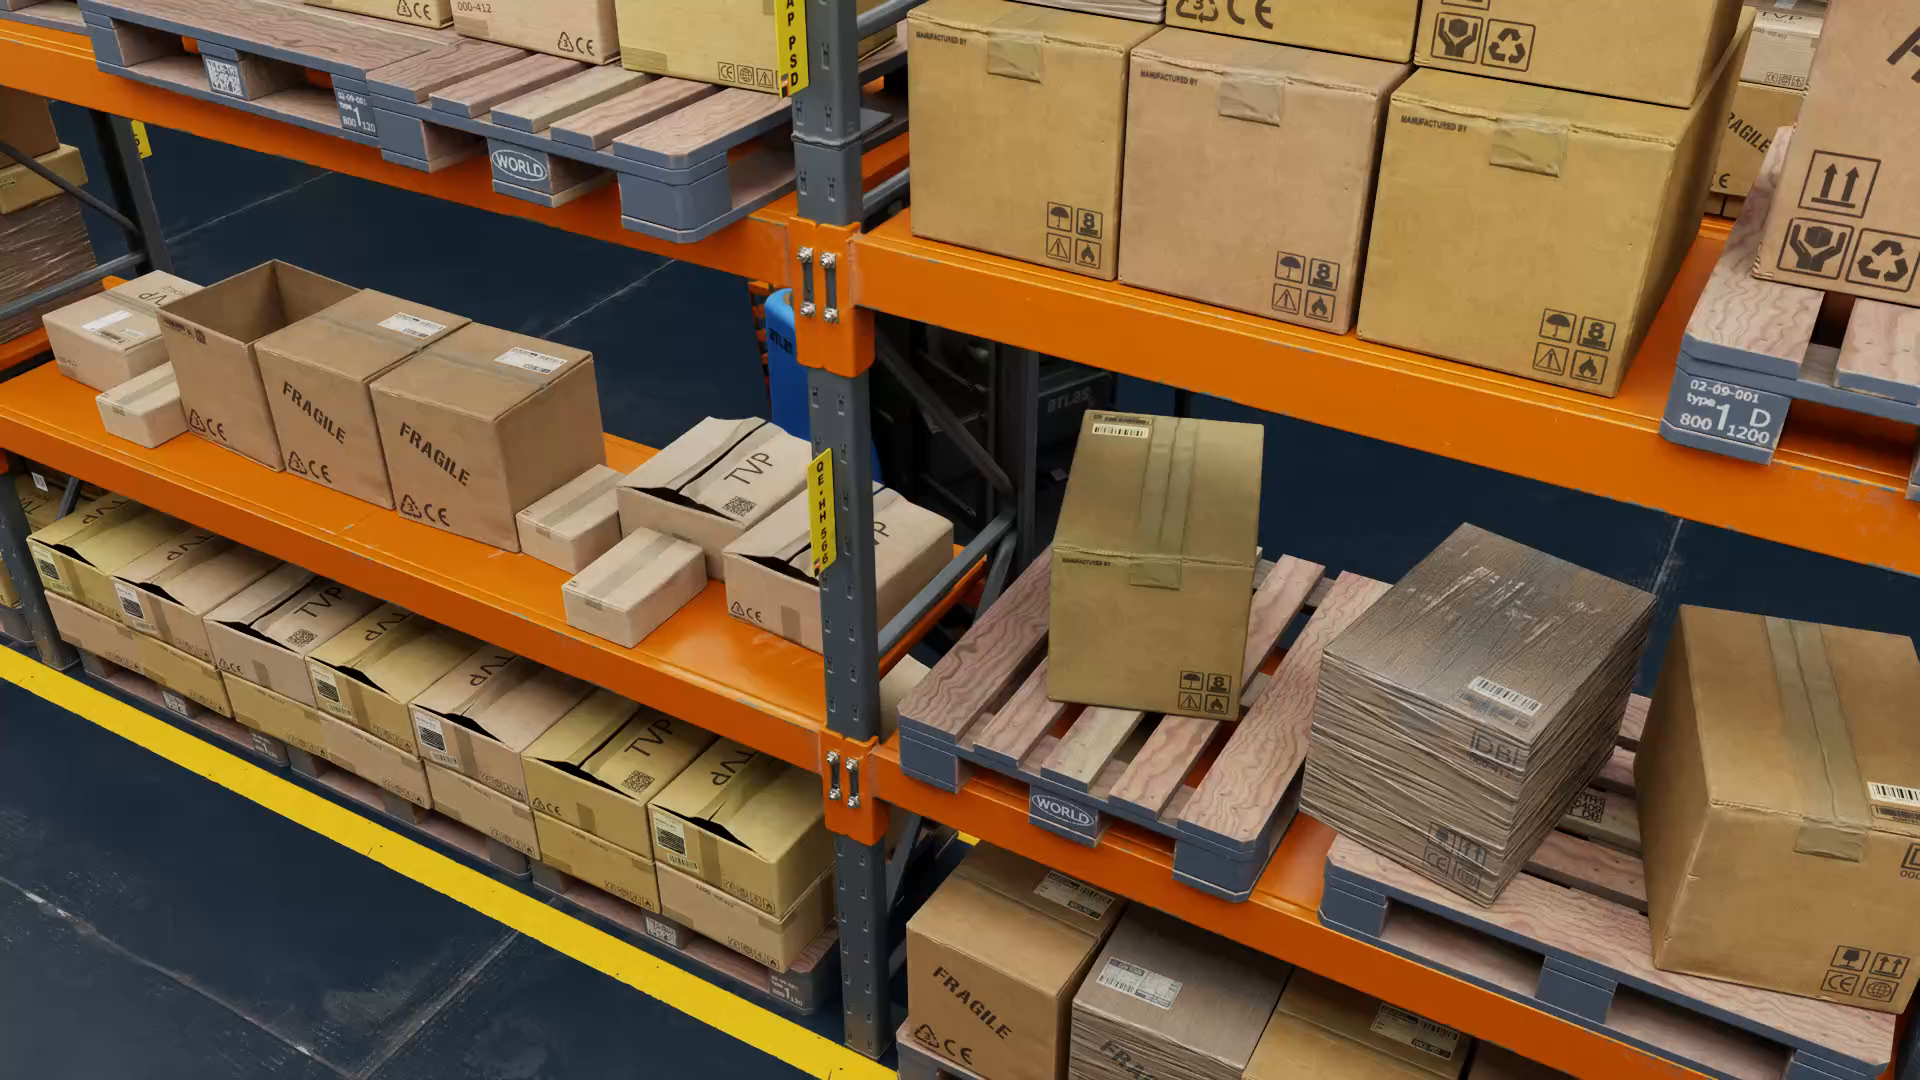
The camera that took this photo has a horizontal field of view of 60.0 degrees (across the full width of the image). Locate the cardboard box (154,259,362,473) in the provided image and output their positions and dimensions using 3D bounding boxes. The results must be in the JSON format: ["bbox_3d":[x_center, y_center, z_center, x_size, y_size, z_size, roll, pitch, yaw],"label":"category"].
[{"bbox_3d":[-2.424,-0.628,5.897,0.500,0.500,0.500,20,39,28],"label":"cardboard box"}]

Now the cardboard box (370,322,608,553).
[{"bbox_3d":[-1.532,-0.346,5.473,0.500,0.500,0.500,16,37,22],"label":"cardboard box"}]

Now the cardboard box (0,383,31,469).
[{"bbox_3d":[-4.226,-0.705,7.528,0.500,0.500,0.500,18,37,24],"label":"cardboard box"}]

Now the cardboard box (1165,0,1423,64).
[{"bbox_3d":[0.751,-1.294,3.288,0.500,0.500,0.500,18,37,24],"label":"cardboard box"}]

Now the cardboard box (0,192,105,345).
[{"bbox_3d":[-3.929,-1.111,6.622,0.500,0.500,0.700,17,37,23],"label":"cardboard box"}]

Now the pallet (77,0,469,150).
[{"bbox_3d":[-1.673,-1.470,4.716,1.213,0.211,1.003,19,38,27],"label":"pallet"}]

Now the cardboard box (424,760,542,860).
[{"bbox_3d":[-1.530,0.812,5.926,0.500,0.250,0.500,18,38,25],"label":"cardboard box"}]

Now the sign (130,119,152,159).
[{"bbox_3d":[-3.279,-1.664,6.569,0.005,0.325,0.100,18,37,24],"label":"sign"}]

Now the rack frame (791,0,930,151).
[{"bbox_3d":[-0.067,-2.348,3.157,0.127,3.000,1.000,18,37,24],"label":"rack frame"}]

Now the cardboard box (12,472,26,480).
[{"bbox_3d":[-4.481,-0.146,7.364,0.500,0.250,0.500,18,37,24],"label":"cardboard box"}]

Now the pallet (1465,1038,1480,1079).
[{"bbox_3d":[1.617,1.870,4.752,1.213,0.211,1.003,18,37,24],"label":"pallet"}]

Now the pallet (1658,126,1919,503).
[{"bbox_3d":[1.972,-0.418,3.134,1.003,0.211,1.213,18,37,24],"label":"pallet"}]

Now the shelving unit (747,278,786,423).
[{"bbox_3d":[-0.814,-0.914,8.025,0.258,1.200,0.189,-25,32,-33],"label":"shelving unit"}]

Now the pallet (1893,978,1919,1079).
[{"bbox_3d":[2.766,1.057,3.630,1.213,0.211,1.003,18,37,24],"label":"pallet"}]

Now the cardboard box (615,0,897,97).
[{"bbox_3d":[-0.489,-1.309,4.060,0.500,0.250,0.500,15,36,21],"label":"cardboard box"}]

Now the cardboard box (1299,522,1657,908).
[{"bbox_3d":[1.235,0.395,3.981,0.500,0.500,0.700,25,41,33],"label":"cardboard box"}]

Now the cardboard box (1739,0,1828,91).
[{"bbox_3d":[3.557,-2.189,7.278,0.500,0.250,0.500,18,38,25],"label":"cardboard box"}]

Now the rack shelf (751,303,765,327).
[{"bbox_3d":[-0.835,-1.088,7.939,0.258,0.103,0.180,-25,32,-33],"label":"rack shelf"}]

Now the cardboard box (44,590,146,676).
[{"bbox_3d":[-3.313,0.249,6.772,0.500,0.250,0.500,17,37,23],"label":"cardboard box"}]

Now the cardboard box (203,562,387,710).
[{"bbox_3d":[-2.423,0.301,6.188,0.500,0.311,0.500,16,37,23],"label":"cardboard box"}]

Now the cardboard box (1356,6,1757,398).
[{"bbox_3d":[1.222,-0.754,3.379,0.500,0.500,0.910,18,37,24],"label":"cardboard box"}]

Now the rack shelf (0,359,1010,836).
[{"bbox_3d":[-1.804,-0.101,5.845,4.000,0.370,1.077,18,37,24],"label":"rack shelf"}]

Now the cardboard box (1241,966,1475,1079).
[{"bbox_3d":[1.076,1.551,4.573,0.500,0.500,0.500,17,37,24],"label":"cardboard box"}]

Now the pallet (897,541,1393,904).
[{"bbox_3d":[0.556,0.382,4.643,1.003,0.211,1.213,18,37,24],"label":"pallet"}]

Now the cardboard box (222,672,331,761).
[{"bbox_3d":[-2.419,0.531,6.348,0.500,0.250,0.500,16,37,23],"label":"cardboard box"}]

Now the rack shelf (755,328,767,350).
[{"bbox_3d":[-0.822,-0.981,7.992,0.258,0.103,0.180,-25,32,-33],"label":"rack shelf"}]

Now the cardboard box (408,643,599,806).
[{"bbox_3d":[-1.536,0.580,5.769,0.500,0.311,0.500,17,37,24],"label":"cardboard box"}]

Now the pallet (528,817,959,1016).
[{"bbox_3d":[-0.763,1.065,5.961,1.213,0.211,1.003,18,37,24],"label":"pallet"}]

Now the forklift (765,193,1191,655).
[{"bbox_3d":[0.351,-0.913,6.477,1.130,2.935,3.031,-21,39,-28],"label":"forklift"}]

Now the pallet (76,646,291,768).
[{"bbox_3d":[-2.881,0.394,6.968,1.213,0.211,1.003,18,37,24],"label":"pallet"}]

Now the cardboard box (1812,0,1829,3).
[{"bbox_3d":[3.801,-2.435,7.647,0.500,0.250,0.500,17,37,23],"label":"cardboard box"}]

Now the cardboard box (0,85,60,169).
[{"bbox_3d":[-3.929,-1.651,6.263,0.500,0.500,0.700,18,38,25],"label":"cardboard box"}]

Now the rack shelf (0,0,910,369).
[{"bbox_3d":[-1.804,-1.350,5.013,4.000,0.370,1.077,18,37,24],"label":"rack shelf"}]

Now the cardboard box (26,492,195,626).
[{"bbox_3d":[-3.305,0.019,6.611,0.500,0.311,0.500,18,38,25],"label":"cardboard box"}]

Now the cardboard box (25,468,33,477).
[{"bbox_3d":[-4.224,-0.394,7.738,0.500,0.250,0.500,18,37,24],"label":"cardboard box"}]

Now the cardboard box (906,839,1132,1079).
[{"bbox_3d":[0.186,1.269,4.996,0.500,0.500,0.500,19,38,26],"label":"cardboard box"}]

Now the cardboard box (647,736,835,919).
[{"bbox_3d":[-0.644,0.860,5.348,0.500,0.311,0.500,19,38,26],"label":"cardboard box"}]

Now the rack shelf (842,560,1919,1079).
[{"bbox_3d":[1.669,0.999,4.193,4.000,0.370,1.077,18,37,24],"label":"rack shelf"}]

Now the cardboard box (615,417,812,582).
[{"bbox_3d":[-0.748,-0.153,5.354,0.500,0.311,0.500,17,37,24],"label":"cardboard box"}]

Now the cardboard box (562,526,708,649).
[{"bbox_3d":[-0.985,0.139,5.061,0.250,0.149,0.380,18,37,24],"label":"cardboard box"}]

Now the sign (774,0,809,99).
[{"bbox_3d":[-0.350,-1.083,3.425,0.005,0.325,0.100,18,37,24],"label":"sign"}]

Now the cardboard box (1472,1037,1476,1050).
[{"bbox_3d":[1.310,1.293,4.960,0.500,0.500,0.500,16,37,23],"label":"cardboard box"}]

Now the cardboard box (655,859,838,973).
[{"bbox_3d":[-0.645,1.092,5.506,0.500,0.250,0.500,19,38,25],"label":"cardboard box"}]

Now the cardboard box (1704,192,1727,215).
[{"bbox_3d":[3.471,-1.673,7.765,0.250,0.149,0.380,18,38,25],"label":"cardboard box"}]

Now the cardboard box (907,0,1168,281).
[{"bbox_3d":[0.328,-1.037,3.805,0.500,0.500,0.910,18,37,24],"label":"cardboard box"}]

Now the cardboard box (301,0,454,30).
[{"bbox_3d":[-1.444,-1.608,4.508,0.500,0.250,0.500,17,37,23],"label":"cardboard box"}]

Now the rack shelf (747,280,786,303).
[{"bbox_3d":[-0.848,-1.195,7.887,0.258,0.103,0.180,-25,32,-33],"label":"rack shelf"}]

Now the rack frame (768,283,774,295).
[{"bbox_3d":[-0.756,-0.888,7.960,0.240,1.200,0.006,-25,32,-33],"label":"rack frame"}]
